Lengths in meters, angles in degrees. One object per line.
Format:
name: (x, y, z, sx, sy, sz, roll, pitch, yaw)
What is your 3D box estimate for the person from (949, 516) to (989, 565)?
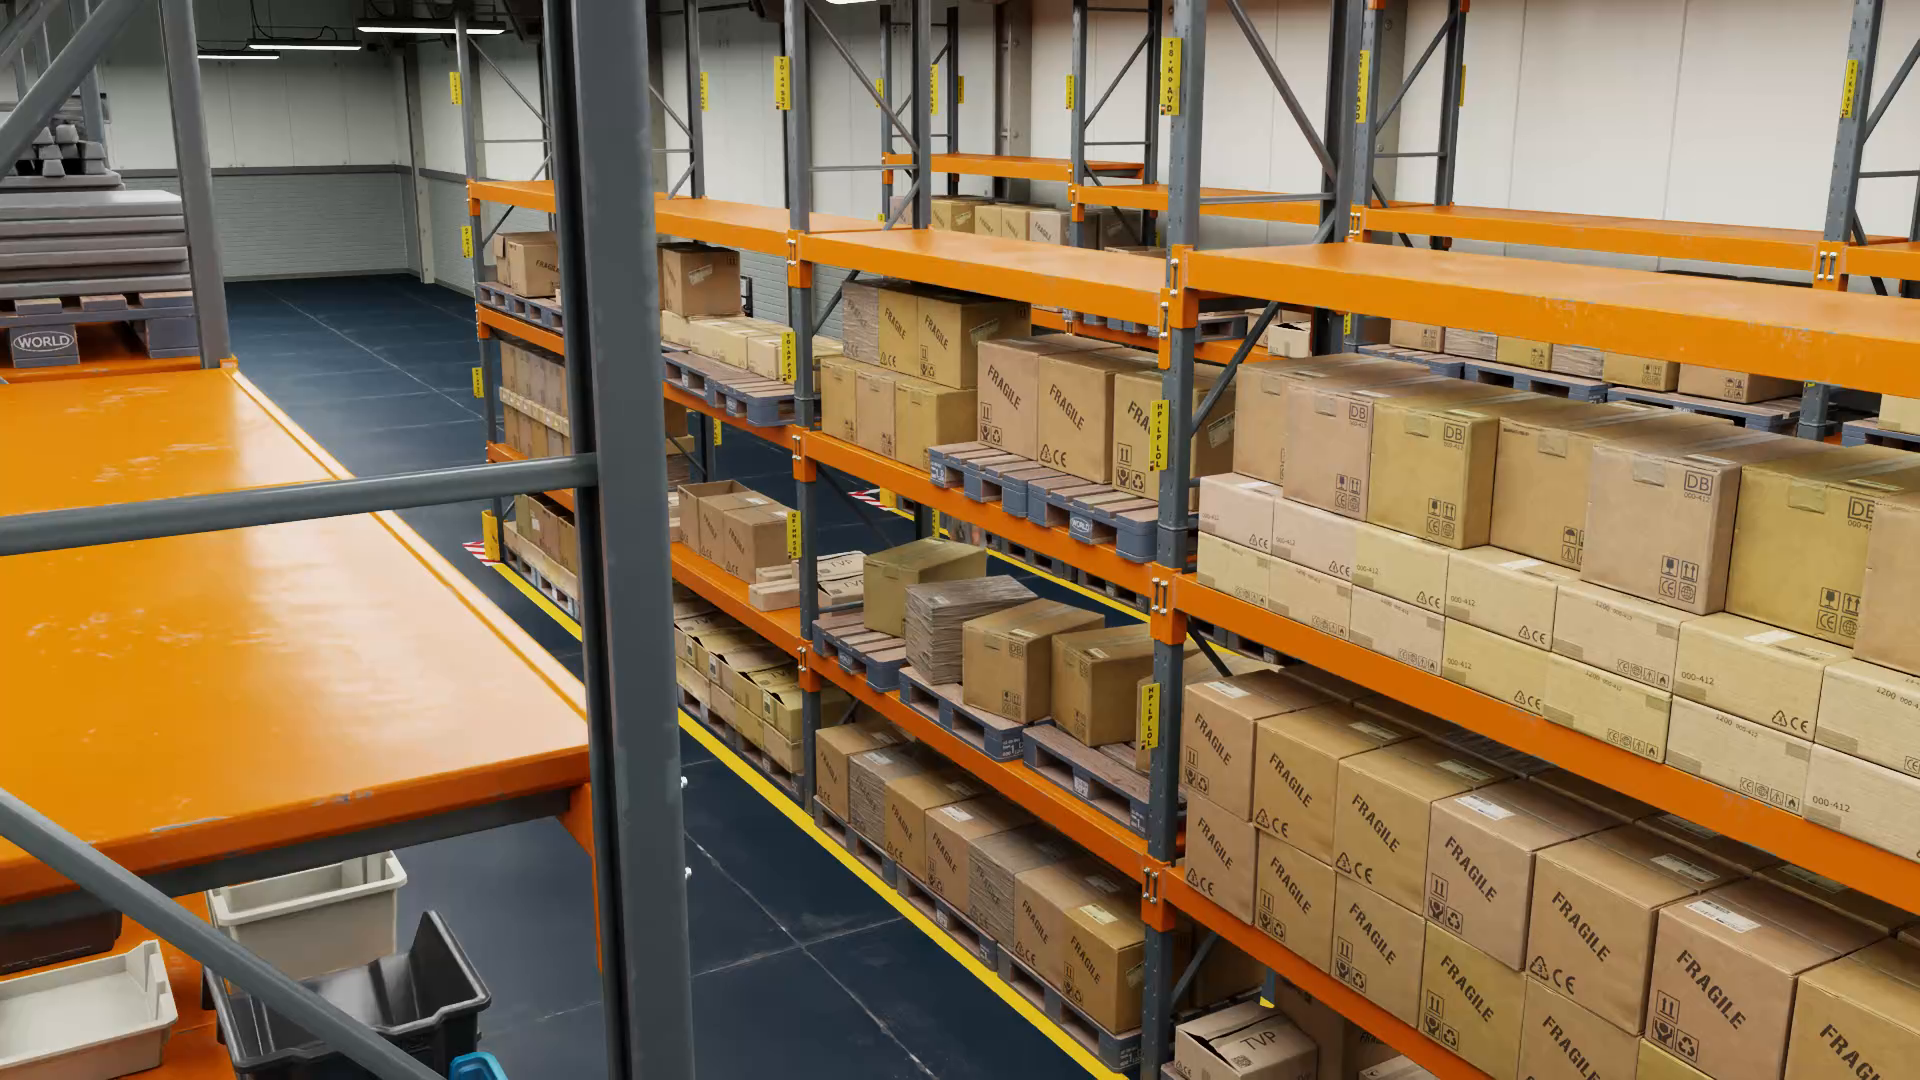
person: (0.057, 0.180, 15.502, 0.426, 1.603, 0.468, -8, 17, -28)
